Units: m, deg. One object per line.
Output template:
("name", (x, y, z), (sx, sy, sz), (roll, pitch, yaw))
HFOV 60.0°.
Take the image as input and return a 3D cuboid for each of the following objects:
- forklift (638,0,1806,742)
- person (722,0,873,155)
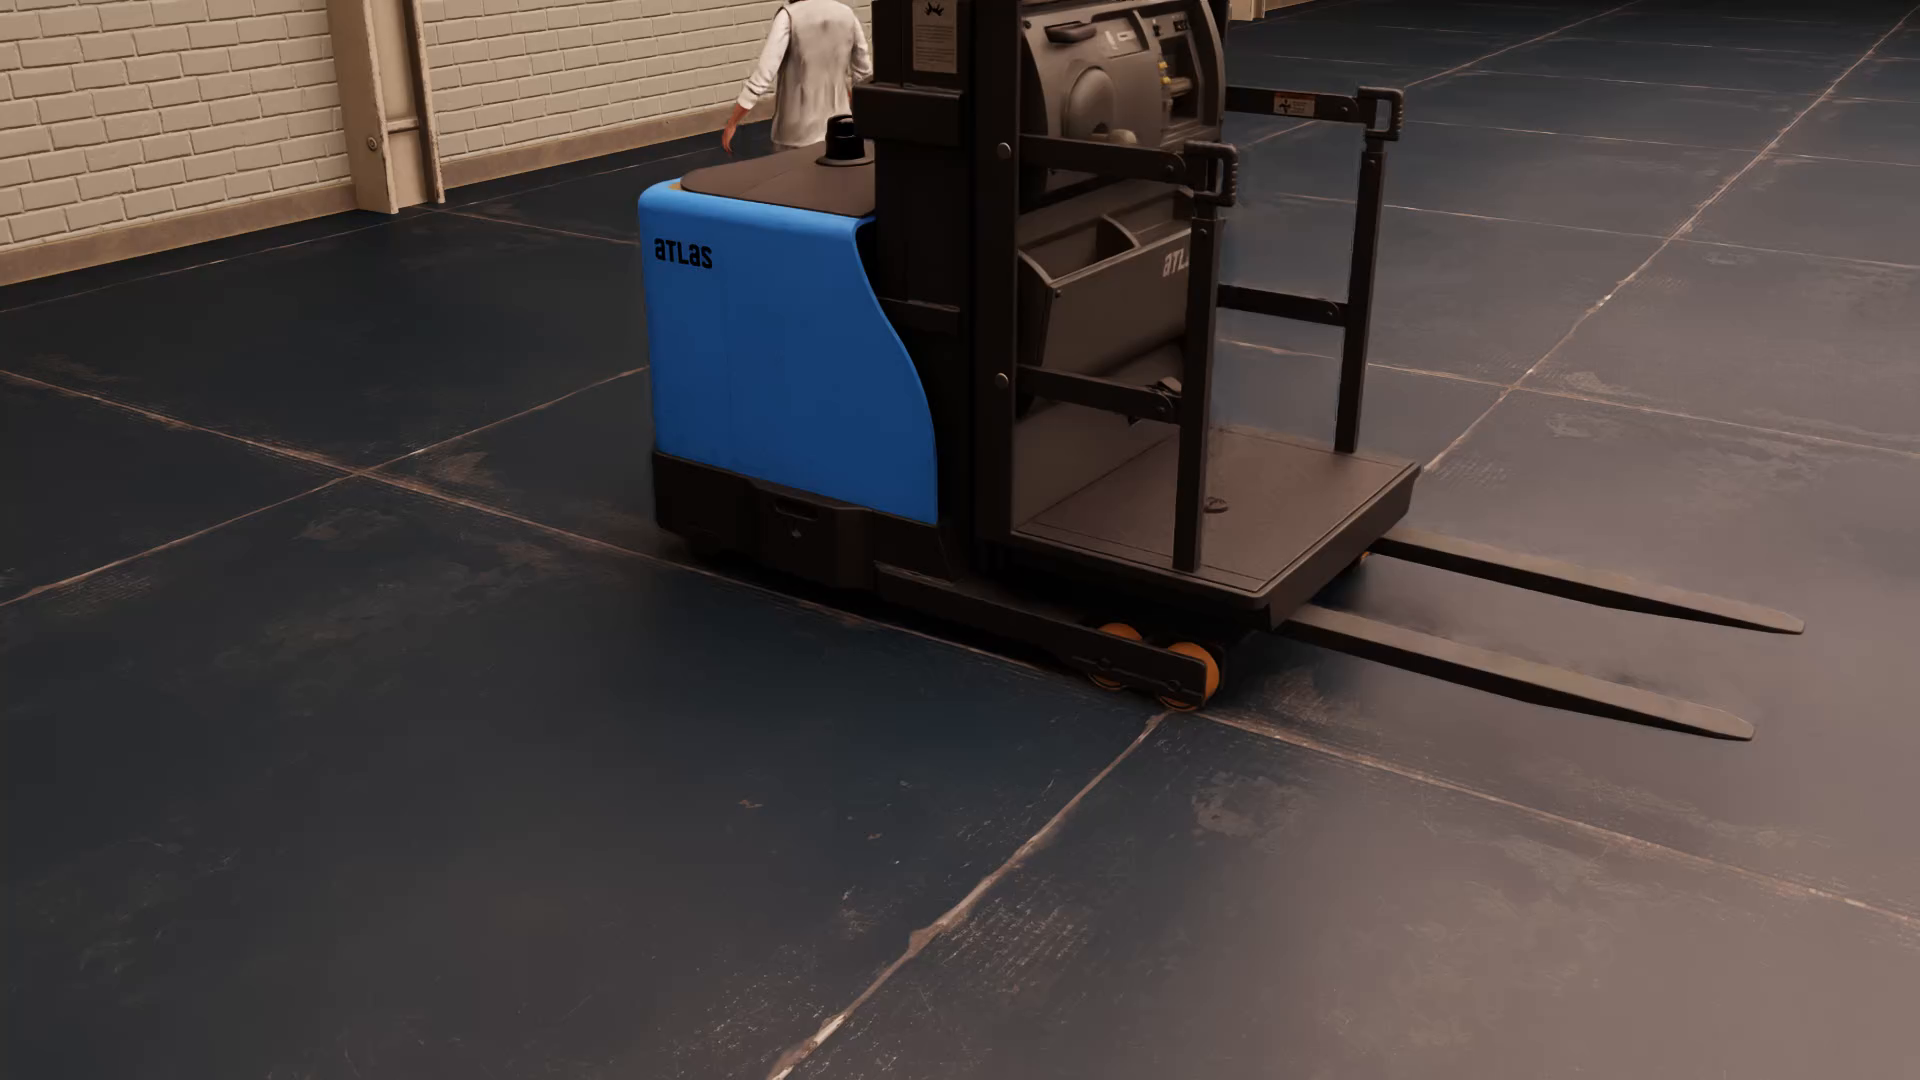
("forklift", (0.597, -1.166, 4.040), (3.031, 2.935, 1.130), (15, 27, 31))
("person", (-0.676, -1.682, 6.981), (0.669, 1.573, 0.411), (-12, 26, -26))
